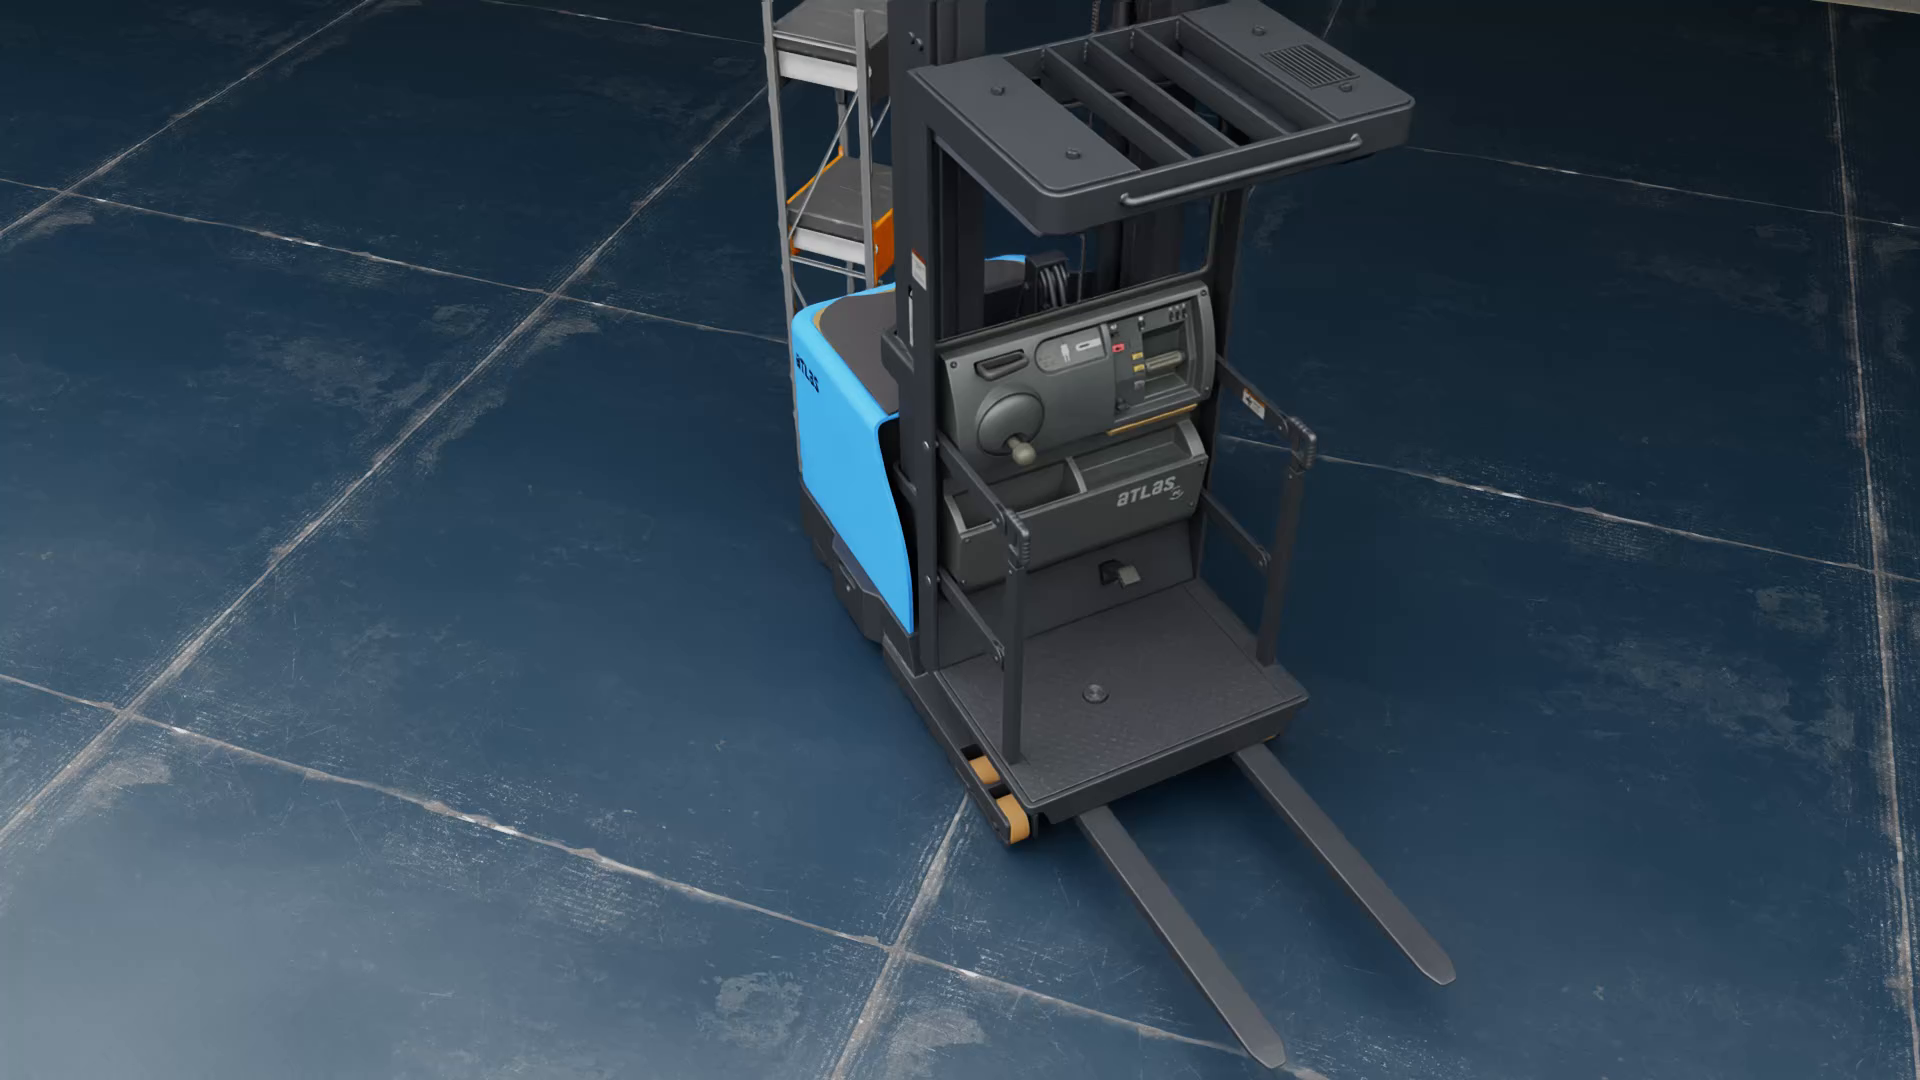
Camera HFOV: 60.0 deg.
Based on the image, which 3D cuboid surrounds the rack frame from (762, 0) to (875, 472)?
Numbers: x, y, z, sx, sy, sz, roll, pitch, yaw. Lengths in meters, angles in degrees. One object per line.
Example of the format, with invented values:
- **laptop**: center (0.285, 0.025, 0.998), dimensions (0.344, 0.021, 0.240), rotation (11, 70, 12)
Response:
- **rack frame**: center (-0.503, -1.038, 6.349), dimensions (0.400, 2.100, 0.015), rotation (17, 43, 19)

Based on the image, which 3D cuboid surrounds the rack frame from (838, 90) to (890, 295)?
- **rack frame**: center (-0.292, -1.324, 6.684), dimensions (0.400, 2.100, 0.015), rotation (17, 43, 19)

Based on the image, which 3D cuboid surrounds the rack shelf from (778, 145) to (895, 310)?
- **rack shelf**: center (-0.397, -1.171, 6.525), dimensions (0.431, 0.518, 0.480), rotation (17, 43, 19)

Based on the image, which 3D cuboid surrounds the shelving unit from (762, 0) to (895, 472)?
- **shelving unit**: center (-0.397, -1.181, 6.516), dimensions (0.431, 2.100, 0.503), rotation (17, 43, 19)

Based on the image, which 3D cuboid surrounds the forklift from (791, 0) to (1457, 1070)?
- **forklift**: center (0.483, -0.433, 4.999), dimensions (1.130, 2.935, 3.031), rotation (-18, 44, -20)

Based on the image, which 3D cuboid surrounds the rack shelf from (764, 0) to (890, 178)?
- **rack shelf**: center (-0.397, -1.703, 6.071), dimensions (0.431, 0.518, 0.480), rotation (17, 43, 19)

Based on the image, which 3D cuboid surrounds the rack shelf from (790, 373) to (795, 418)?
- **rack shelf**: center (-0.397, -0.638, 6.980), dimensions (0.431, 0.518, 0.480), rotation (17, 43, 19)
